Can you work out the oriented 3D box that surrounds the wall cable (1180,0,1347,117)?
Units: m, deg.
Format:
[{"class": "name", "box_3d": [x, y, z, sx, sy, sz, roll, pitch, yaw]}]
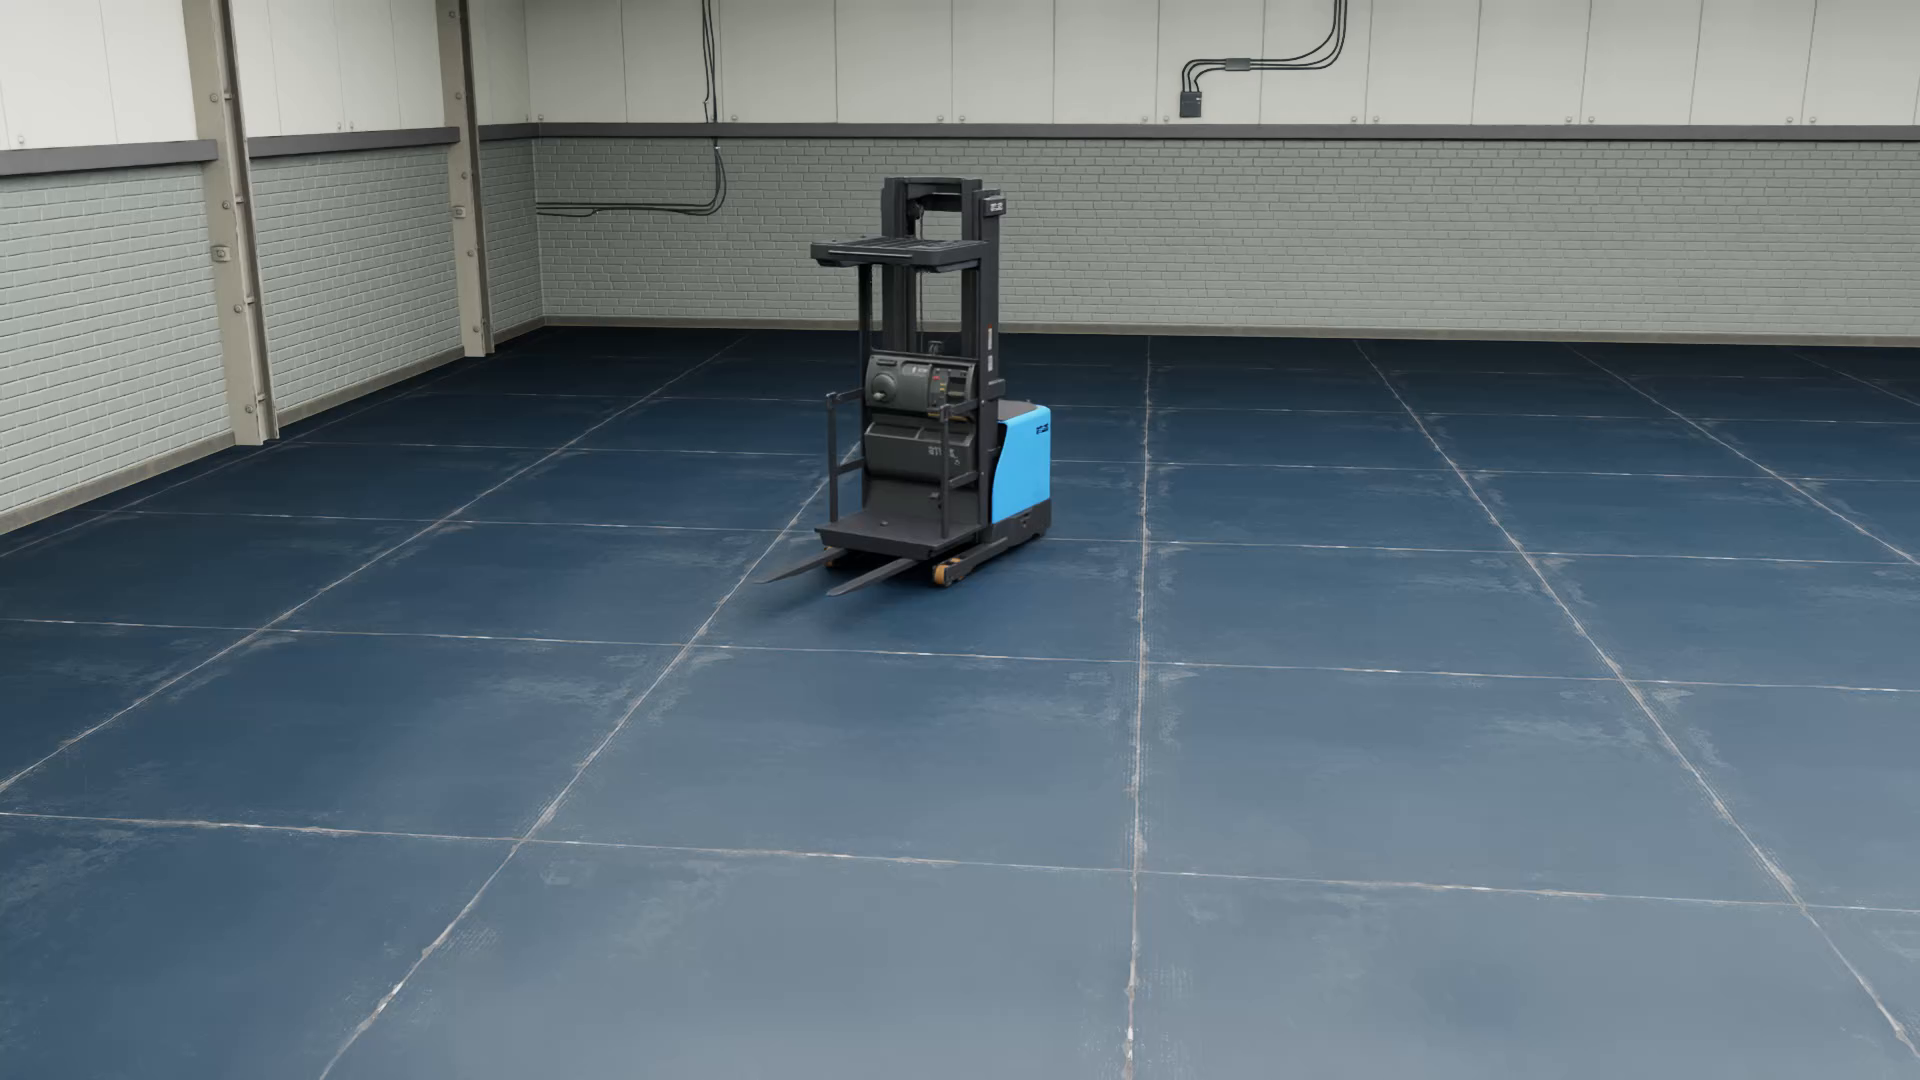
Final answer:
[{"class": "wall cable", "box_3d": [4.343, -9.025, 23.282, 2.305, 6.003, 0.169, 2, 15, 6]}]

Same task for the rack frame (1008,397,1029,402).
[{"class": "rack frame", "box_3d": [0.496, -0.693, 14.213, 0.200, 1.050, 0.008, 8, 17, 29]}]

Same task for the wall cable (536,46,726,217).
[{"class": "wall cable", "box_3d": [-5.088, -6.168, 25.181, 3.097, 2.526, 0.112, 2, 15, 6]}]

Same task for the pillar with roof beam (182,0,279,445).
[{"class": "pillar with roof beam", "box_3d": [-3.134, -5.259, 15.870, 9.100, 9.000, 0.400, 2, 15, 6]}]

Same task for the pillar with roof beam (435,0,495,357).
[{"class": "pillar with roof beam", "box_3d": [-2.457, -6.815, 21.625, 9.100, 9.000, 0.400, 2, 15, 6]}]

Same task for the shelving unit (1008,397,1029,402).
[{"class": "shelving unit", "box_3d": [0.436, -0.665, 14.110, 0.215, 1.050, 0.252, 8, 17, 29]}]

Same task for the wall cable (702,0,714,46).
[{"class": "wall cable", "box_3d": [-2.400, -8.526, 24.227, 3.097, 2.526, 0.112, 2, 15, 6]}]

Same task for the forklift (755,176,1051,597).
[{"class": "forklift", "box_3d": [-0.410, -1.204, 12.500, 1.130, 2.935, 3.031, 8, 17, 29]}]
